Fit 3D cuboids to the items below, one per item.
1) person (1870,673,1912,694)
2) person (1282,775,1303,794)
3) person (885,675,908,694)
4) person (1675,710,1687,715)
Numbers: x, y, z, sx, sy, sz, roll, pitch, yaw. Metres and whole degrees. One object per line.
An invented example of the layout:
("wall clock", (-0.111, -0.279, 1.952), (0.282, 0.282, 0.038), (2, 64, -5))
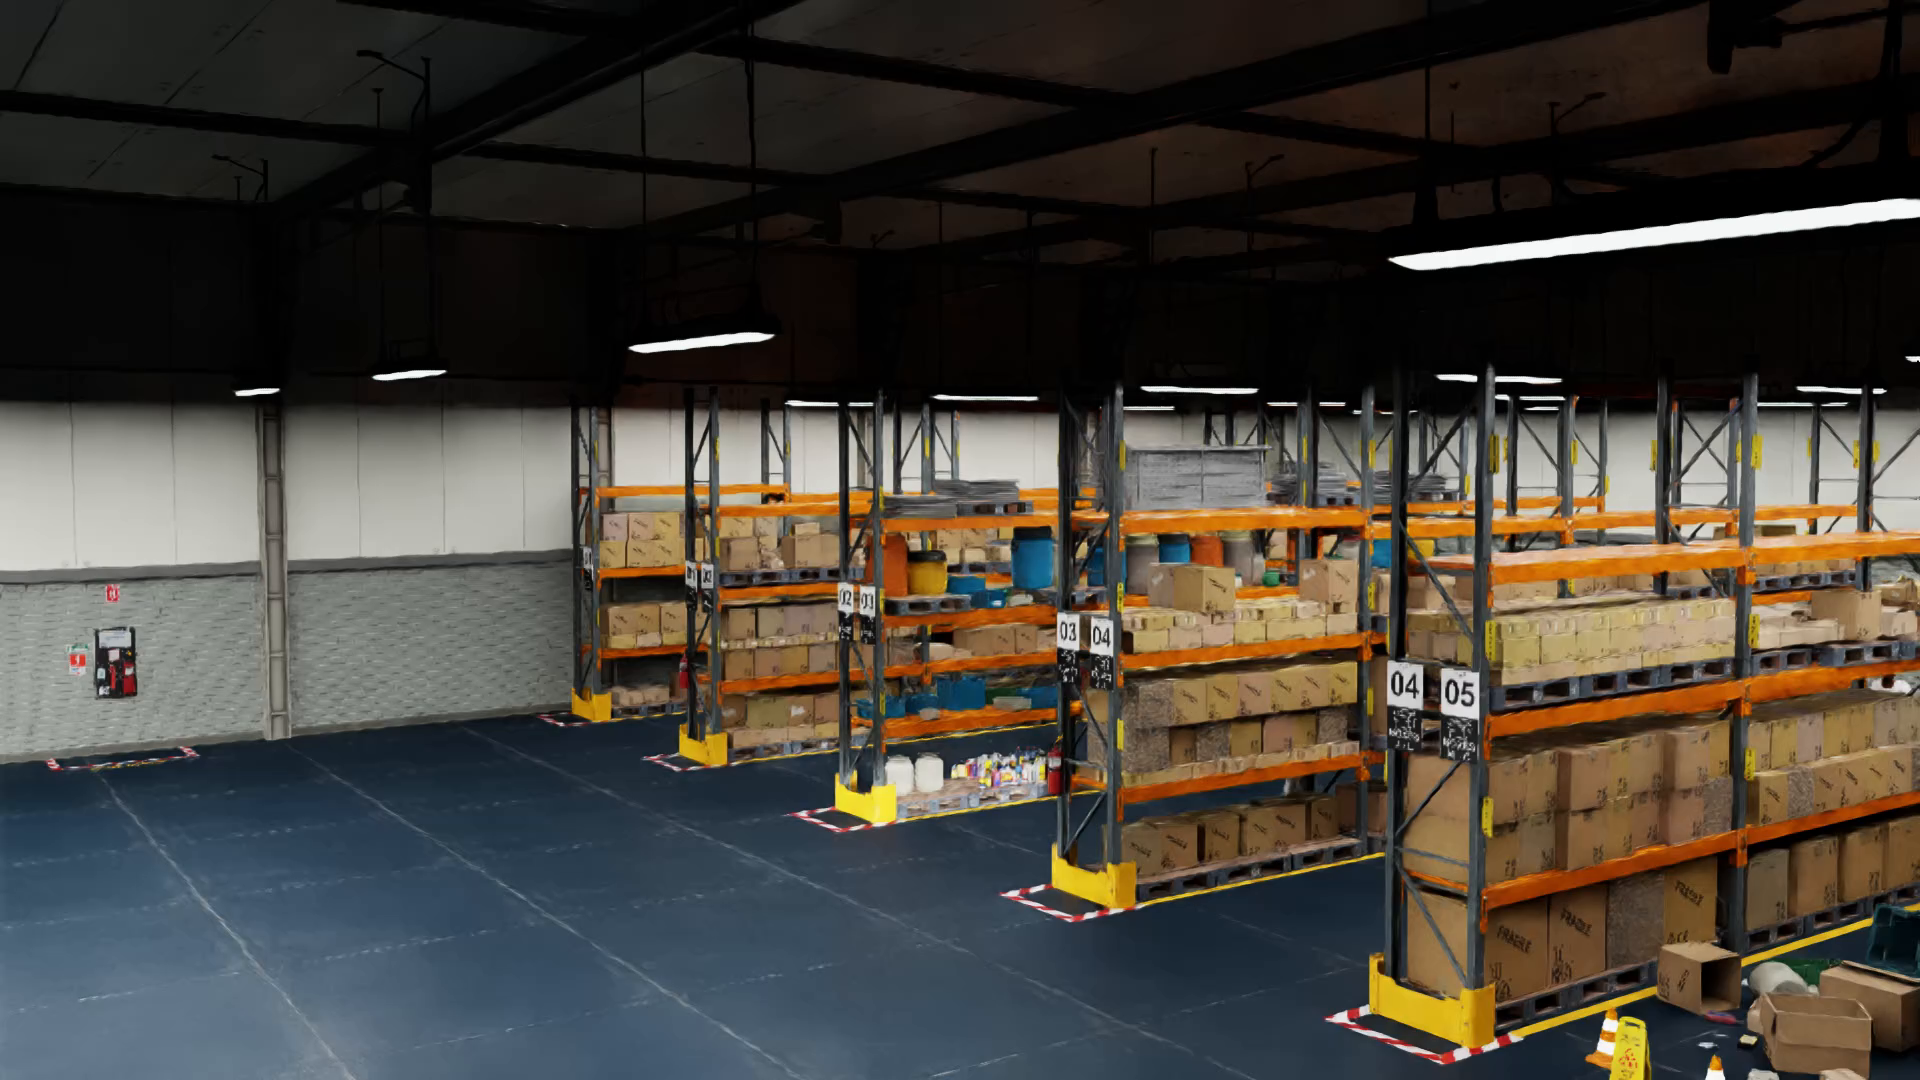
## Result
("person", (14.429, 2.762, 25.817), (0.578, 1.714, 0.719), (-3, 4, -36))
("person", (4.515, 2.986, 22.641), (1.095, 1.585, 0.447), (-2, 4, -31))
("person", (-1.249, 2.482, 31.088), (1.081, 1.590, 0.445), (-3, 4, -37))
("person", (9.800, 3.046, 22.509), (0.519, 1.541, 0.564), (-3, 4, -37))
